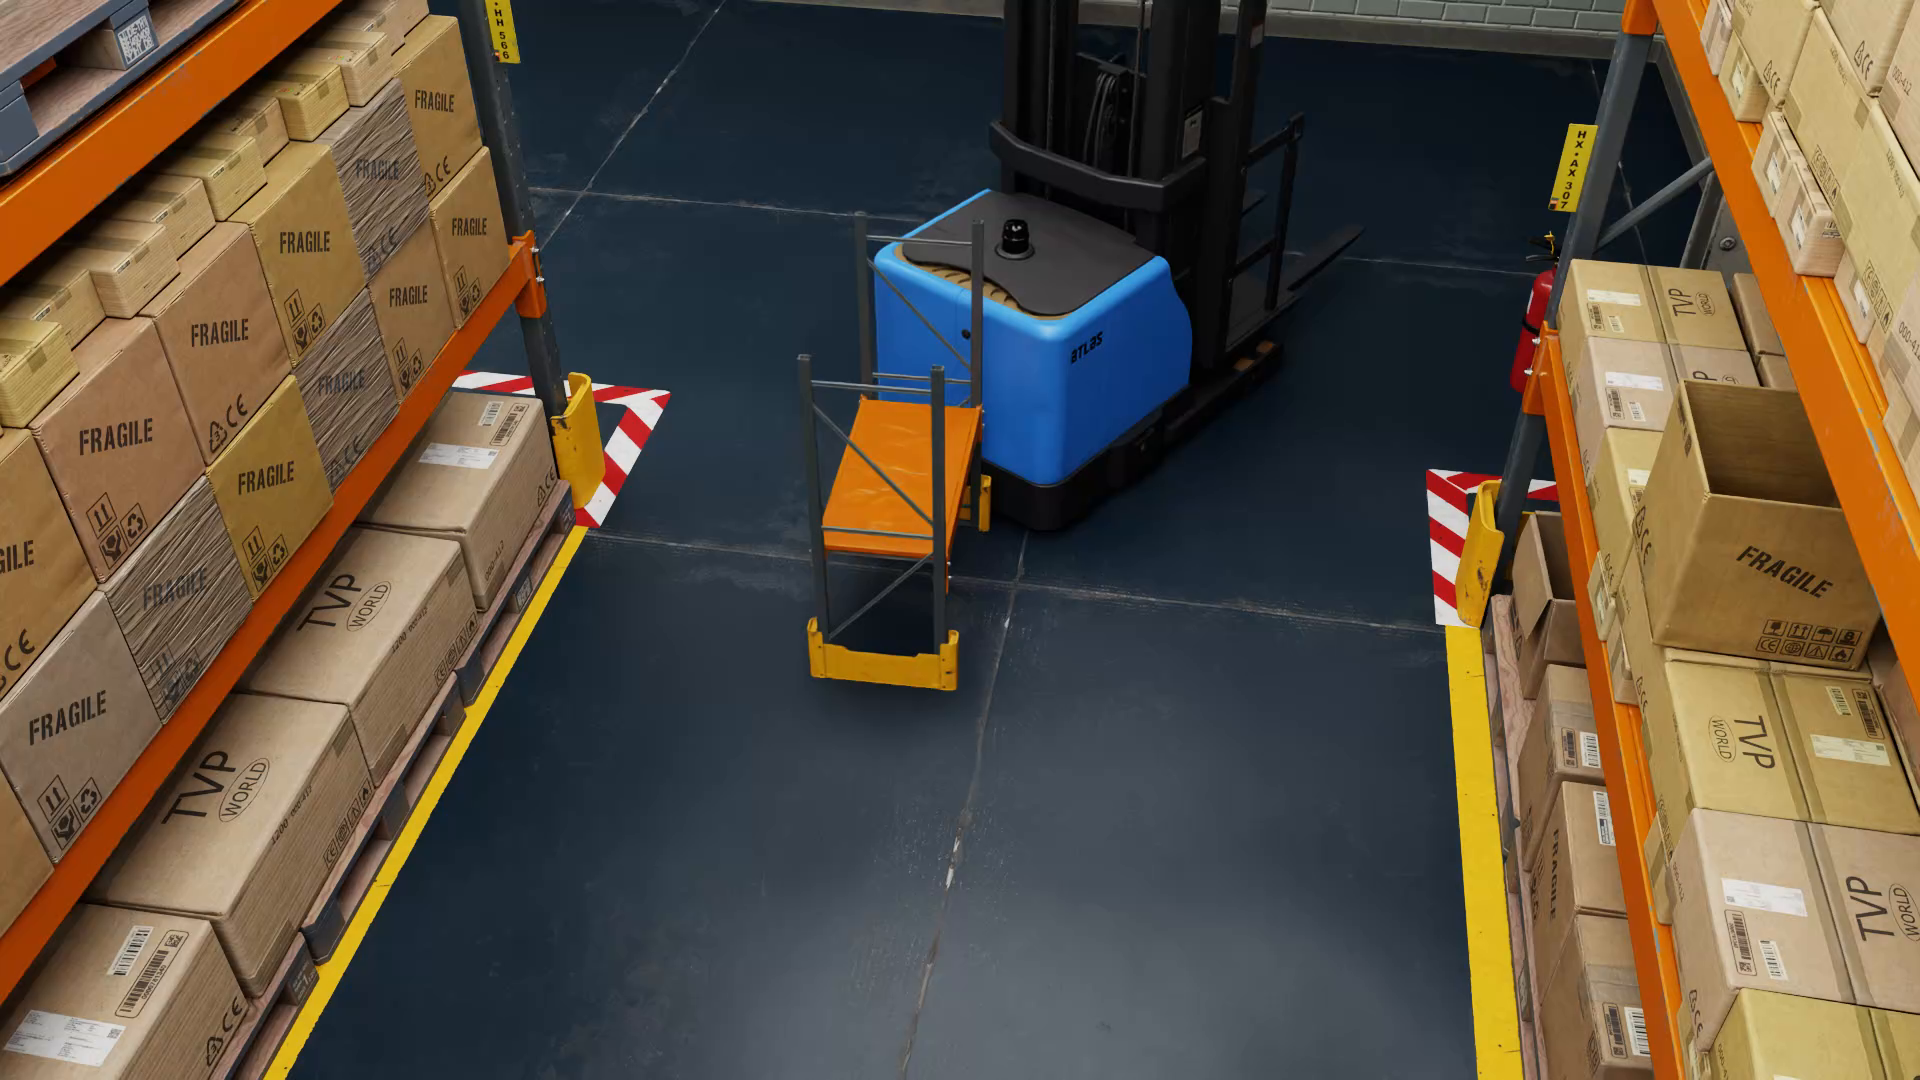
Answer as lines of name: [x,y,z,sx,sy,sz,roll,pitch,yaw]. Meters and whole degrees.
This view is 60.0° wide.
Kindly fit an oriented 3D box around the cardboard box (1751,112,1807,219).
cardboard box: [2.021,-0.830,3.743,0.380,0.149,0.250,6,40,8]

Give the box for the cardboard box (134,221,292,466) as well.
cardboard box: [-2.311,-0.580,4.734,0.500,0.500,0.500,6,40,7]

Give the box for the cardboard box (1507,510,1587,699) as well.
cardboard box: [2.467,0.277,6.190,0.797,0.503,0.637,5,40,6]

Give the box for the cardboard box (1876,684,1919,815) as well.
cardboard box: [2.497,0.637,4.010,0.500,0.250,0.500,7,40,9]

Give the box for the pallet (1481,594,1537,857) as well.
pallet: [2.516,0.726,6.206,1.003,0.211,1.213,6,40,8]

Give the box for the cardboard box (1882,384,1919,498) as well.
cardboard box: [1.893,-0.178,2.955,0.380,0.149,0.250,6,40,8]

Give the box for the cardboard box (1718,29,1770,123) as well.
cardboard box: [2.119,-1.145,4.124,0.380,0.149,0.250,6,40,8]

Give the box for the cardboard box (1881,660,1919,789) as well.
cardboard box: [2.494,0.363,3.753,0.500,0.500,0.500,5,40,6]

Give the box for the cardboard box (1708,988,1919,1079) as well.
cardboard box: [1.822,1.210,3.316,0.500,0.250,0.500,7,40,9]

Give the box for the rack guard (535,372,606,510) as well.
rack guard: [-2.219,-0.493,7.454,1.175,0.500,0.348,6,40,8]

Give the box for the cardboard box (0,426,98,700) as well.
cardboard box: [-2.501,0.056,3.964,0.500,0.500,0.500,6,40,7]

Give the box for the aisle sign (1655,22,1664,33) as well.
aisle sign: [2.389,-1.974,5.243,0.394,0.787,0.004,6,40,8]

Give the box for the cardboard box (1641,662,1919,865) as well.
cardboard box: [1.994,0.583,4.075,0.500,0.250,0.500,6,40,7]

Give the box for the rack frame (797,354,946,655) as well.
rack frame: [-0.302,-0.022,6.100,0.500,1.500,0.032,5,40,6]

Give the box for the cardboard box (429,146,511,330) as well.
cardboard box: [-2.046,-1.148,6.206,0.500,0.500,0.500,7,40,8]

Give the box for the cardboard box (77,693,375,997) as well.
cardboard box: [-2.547,0.950,5.428,0.875,0.438,0.875,5,40,6]

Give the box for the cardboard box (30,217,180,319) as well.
cardboard box: [-2.323,-0.728,4.405,0.380,0.149,0.250,7,40,8]

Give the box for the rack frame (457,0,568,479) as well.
rack frame: [-2.223,-1.442,6.640,1.000,3.000,0.127,6,40,8]

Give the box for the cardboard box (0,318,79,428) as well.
cardboard box: [-2.396,-0.415,4.026,0.380,0.149,0.250,5,40,6]

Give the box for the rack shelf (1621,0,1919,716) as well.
rack shelf: [2.320,-0.520,3.736,1.077,0.370,4.000,6,40,8]

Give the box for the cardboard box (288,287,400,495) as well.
cardboard box: [-2.227,-0.511,5.435,0.500,0.500,0.500,7,40,9]

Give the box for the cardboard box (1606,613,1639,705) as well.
cardboard box: [2.042,0.347,4.674,0.380,0.149,0.250,7,40,9]

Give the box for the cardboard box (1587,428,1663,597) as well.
cardboard box: [2.151,-0.063,4.857,0.500,0.250,0.500,6,40,7]

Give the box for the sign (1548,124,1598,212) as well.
sign: [2.132,-1.290,5.777,0.100,0.325,0.005,6,40,8]

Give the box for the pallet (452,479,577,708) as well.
pallet: [-2.284,0.144,6.911,1.003,0.211,1.213,6,40,8]

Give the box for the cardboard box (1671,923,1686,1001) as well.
cardboard box: [1.898,0.989,3.896,0.380,0.149,0.250,7,40,9]

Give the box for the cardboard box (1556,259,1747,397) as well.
cardboard box: [2.323,-0.698,5.625,0.500,0.250,0.500,7,40,8]

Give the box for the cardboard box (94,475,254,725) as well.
cardboard box: [-2.393,0.138,4.651,0.500,0.500,0.500,7,40,8]

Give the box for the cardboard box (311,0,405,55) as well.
cardboard box: [-2.108,-1.706,5.587,0.380,0.149,0.250,7,40,8]

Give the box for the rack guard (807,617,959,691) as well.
rack guard: [-0.299,0.447,6.513,0.587,0.250,0.087,5,40,6]

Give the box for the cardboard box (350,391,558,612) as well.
cardboard box: [-2.239,-0.191,6.808,0.875,0.438,0.875,5,40,6]

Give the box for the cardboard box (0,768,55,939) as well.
cardboard box: [-2.576,0.765,3.893,0.500,0.500,0.500,8,40,9]

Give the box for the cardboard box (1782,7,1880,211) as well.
cardboard box: [2.085,-0.893,3.506,0.500,0.250,0.500,6,40,7]

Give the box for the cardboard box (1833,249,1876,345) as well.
cardboard box: [2.006,-0.502,3.346,0.380,0.149,0.250,7,40,8]

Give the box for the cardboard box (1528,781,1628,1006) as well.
cardboard box: [2.091,1.131,5.160,0.500,0.500,0.500,7,40,8]

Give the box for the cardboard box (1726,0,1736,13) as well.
cardboard box: [2.253,-1.540,4.289,0.500,0.250,0.500,7,40,9]

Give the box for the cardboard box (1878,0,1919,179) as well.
cardboard box: [2.000,-0.772,2.967,0.500,0.250,0.500,7,40,8]

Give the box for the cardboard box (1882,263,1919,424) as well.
cardboard box: [1.891,-0.257,2.737,0.500,0.250,0.500,5,40,6]

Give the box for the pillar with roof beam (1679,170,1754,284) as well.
pillar with roof beam: [-0.219,-5.276,6.569,9.100,9.000,0.400,6,40,8]

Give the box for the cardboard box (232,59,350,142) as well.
cardboard box: [-2.154,-1.381,5.194,0.380,0.149,0.250,7,40,9]

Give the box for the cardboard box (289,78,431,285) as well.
cardboard box: [-2.133,-1.205,5.491,0.500,0.500,0.500,7,40,8]

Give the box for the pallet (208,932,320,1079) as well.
pallet: [-2.707,1.675,5.059,1.003,0.211,1.213,6,40,8]

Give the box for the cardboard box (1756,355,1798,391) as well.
cardboard box: [2.758,-0.312,5.158,0.500,0.250,0.500,7,40,8]

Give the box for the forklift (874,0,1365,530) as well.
forklift: [0.948,-2.040,7.418,1.130,2.935,3.031,28,47,30]

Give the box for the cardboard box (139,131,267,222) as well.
cardboard box: [-2.255,-1.061,4.807,0.380,0.149,0.250,7,40,9]

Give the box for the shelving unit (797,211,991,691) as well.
shelving unit: [-0.229,-0.349,6.495,0.587,1.500,1.083,5,40,6]

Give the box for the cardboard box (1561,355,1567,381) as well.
cardboard box: [2.339,-0.624,5.847,0.380,0.149,0.250,6,40,7]
